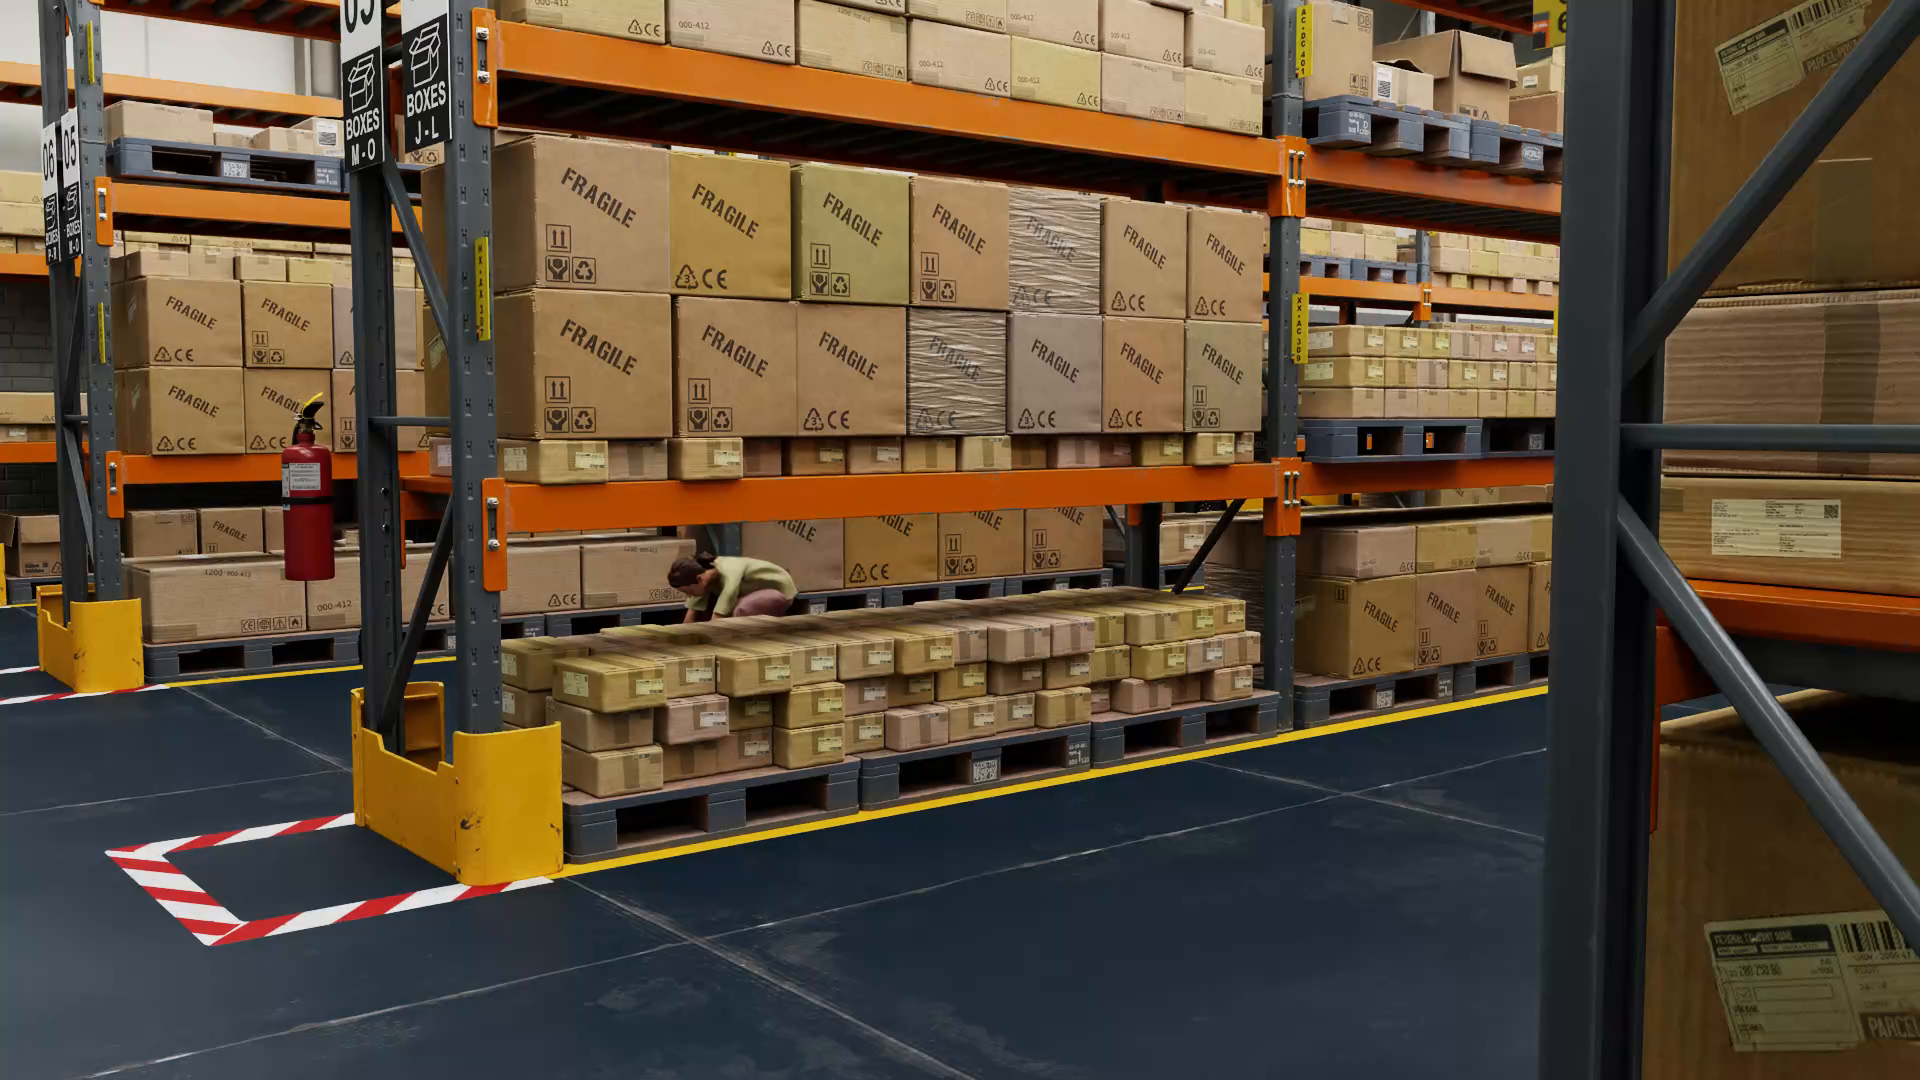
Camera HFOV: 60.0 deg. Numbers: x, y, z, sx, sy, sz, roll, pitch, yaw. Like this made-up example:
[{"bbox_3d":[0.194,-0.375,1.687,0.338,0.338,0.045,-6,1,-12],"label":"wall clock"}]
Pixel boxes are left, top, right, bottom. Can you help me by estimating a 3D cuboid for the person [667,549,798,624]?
[{"bbox_3d":[-1.370,0.425,9.963,0.856,0.770,0.455,-4,6,-40],"label":"person"}]
